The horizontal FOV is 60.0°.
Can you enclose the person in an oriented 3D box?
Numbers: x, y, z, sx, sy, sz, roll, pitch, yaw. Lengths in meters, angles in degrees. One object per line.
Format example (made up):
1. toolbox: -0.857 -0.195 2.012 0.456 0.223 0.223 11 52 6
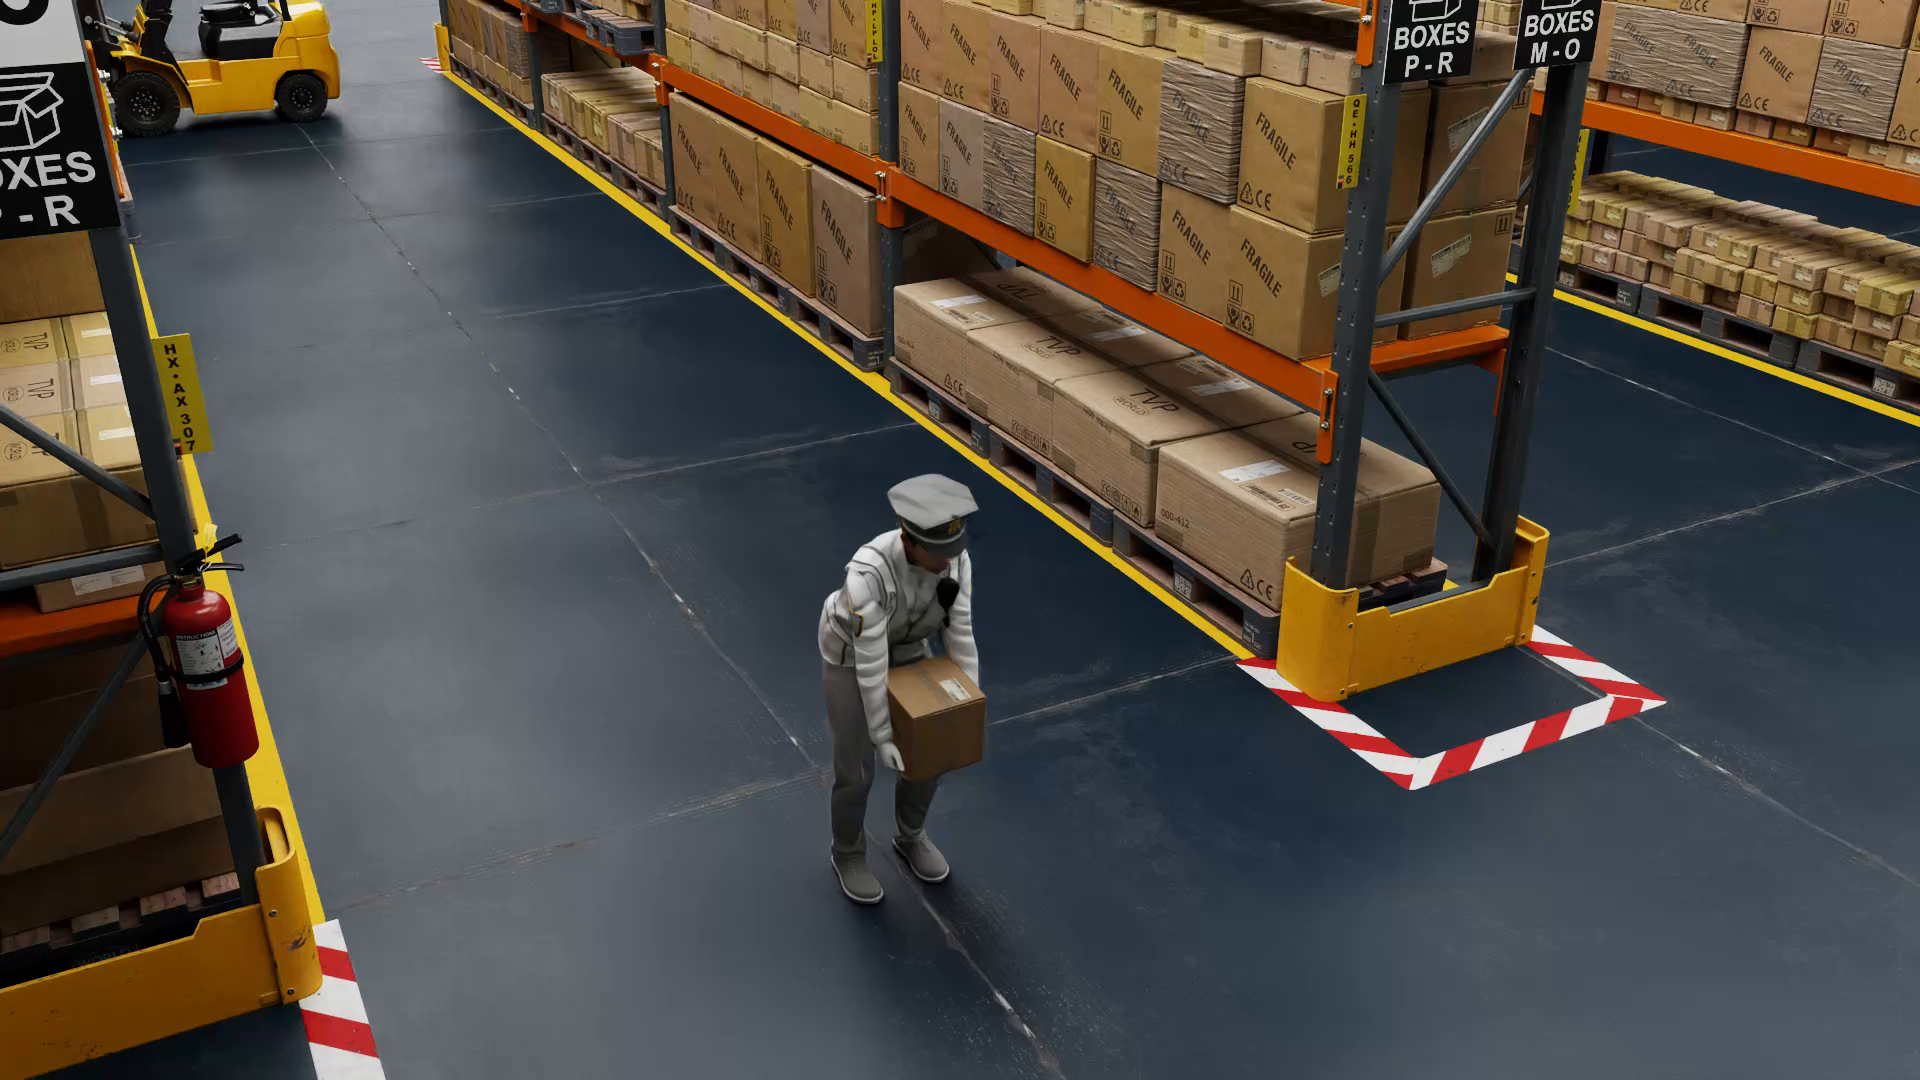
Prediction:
1. person: -0.179 0.479 5.256 0.414 1.551 0.650 -14 29 -26
